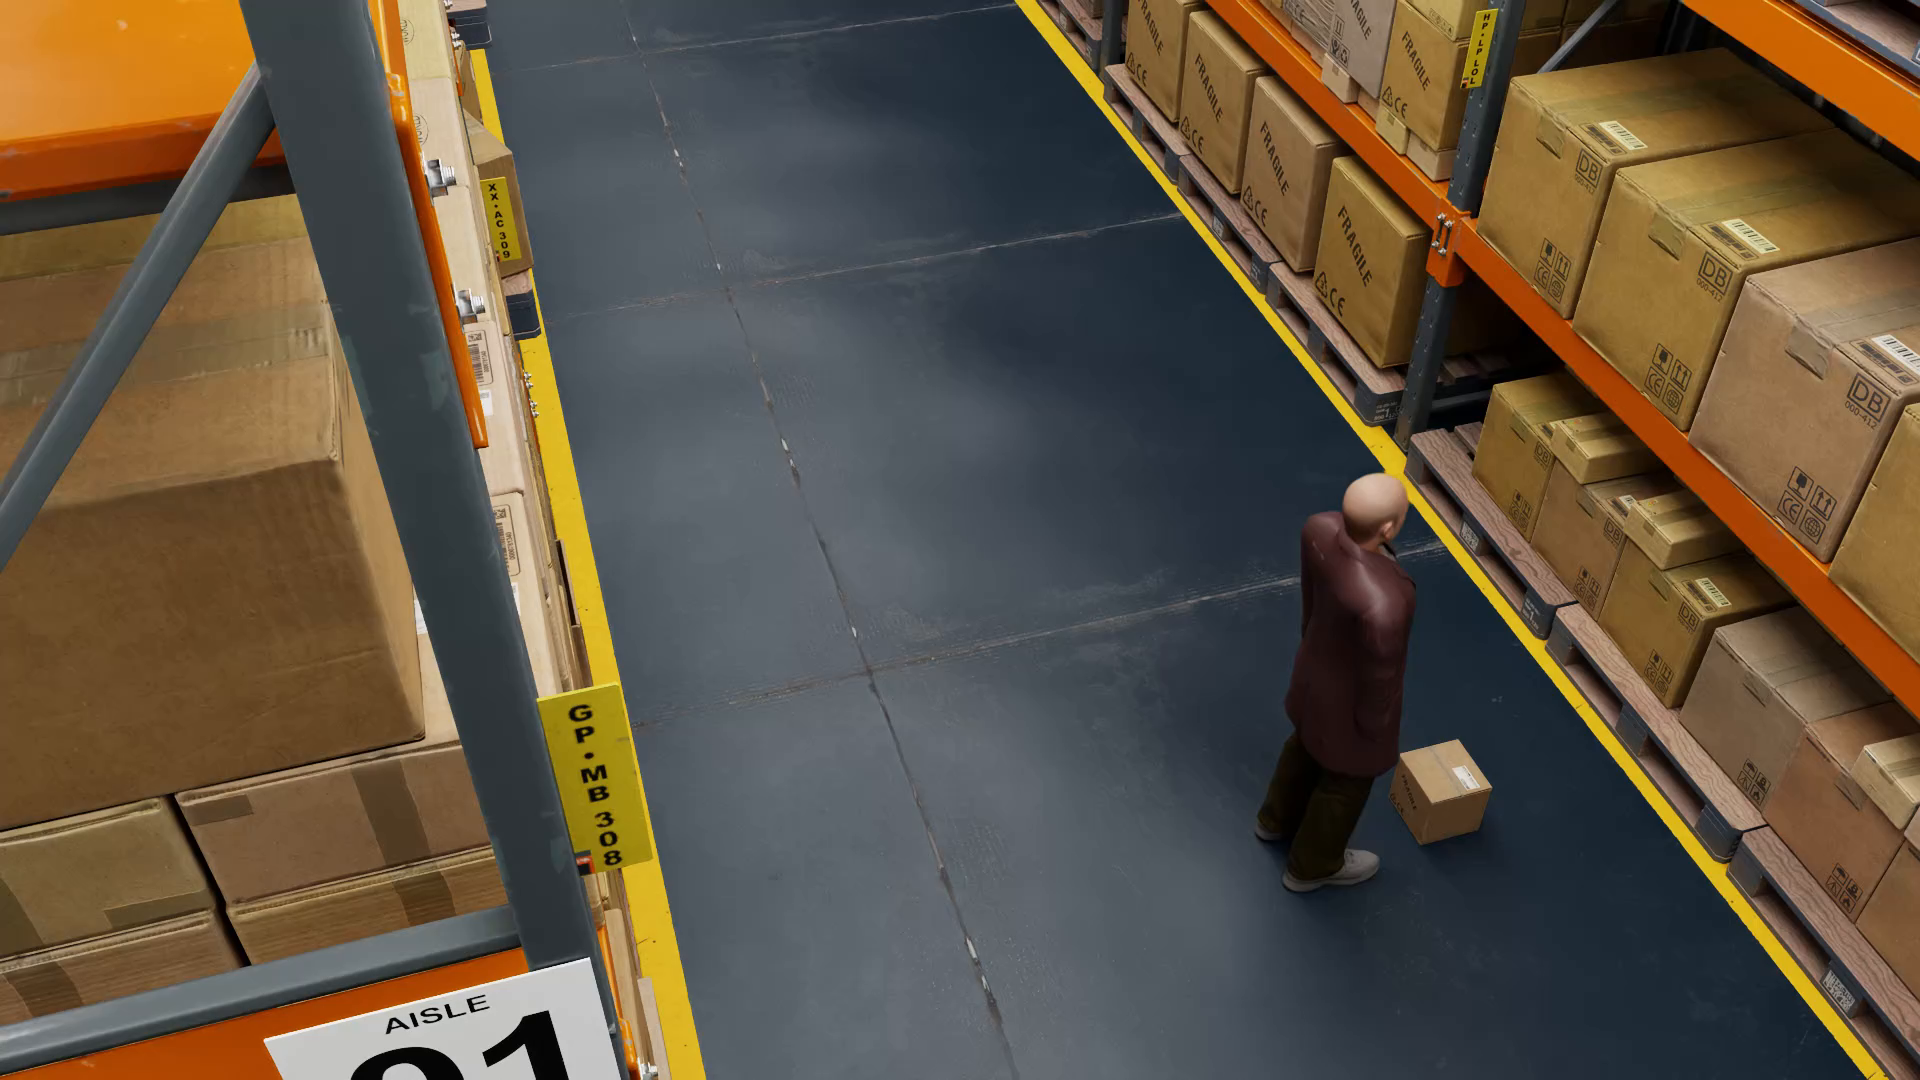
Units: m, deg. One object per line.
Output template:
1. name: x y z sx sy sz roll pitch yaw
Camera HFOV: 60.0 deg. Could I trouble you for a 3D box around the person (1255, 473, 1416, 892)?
1. person: 1.318 0.473 5.640 0.380 1.779 0.560 -11 43 -12
